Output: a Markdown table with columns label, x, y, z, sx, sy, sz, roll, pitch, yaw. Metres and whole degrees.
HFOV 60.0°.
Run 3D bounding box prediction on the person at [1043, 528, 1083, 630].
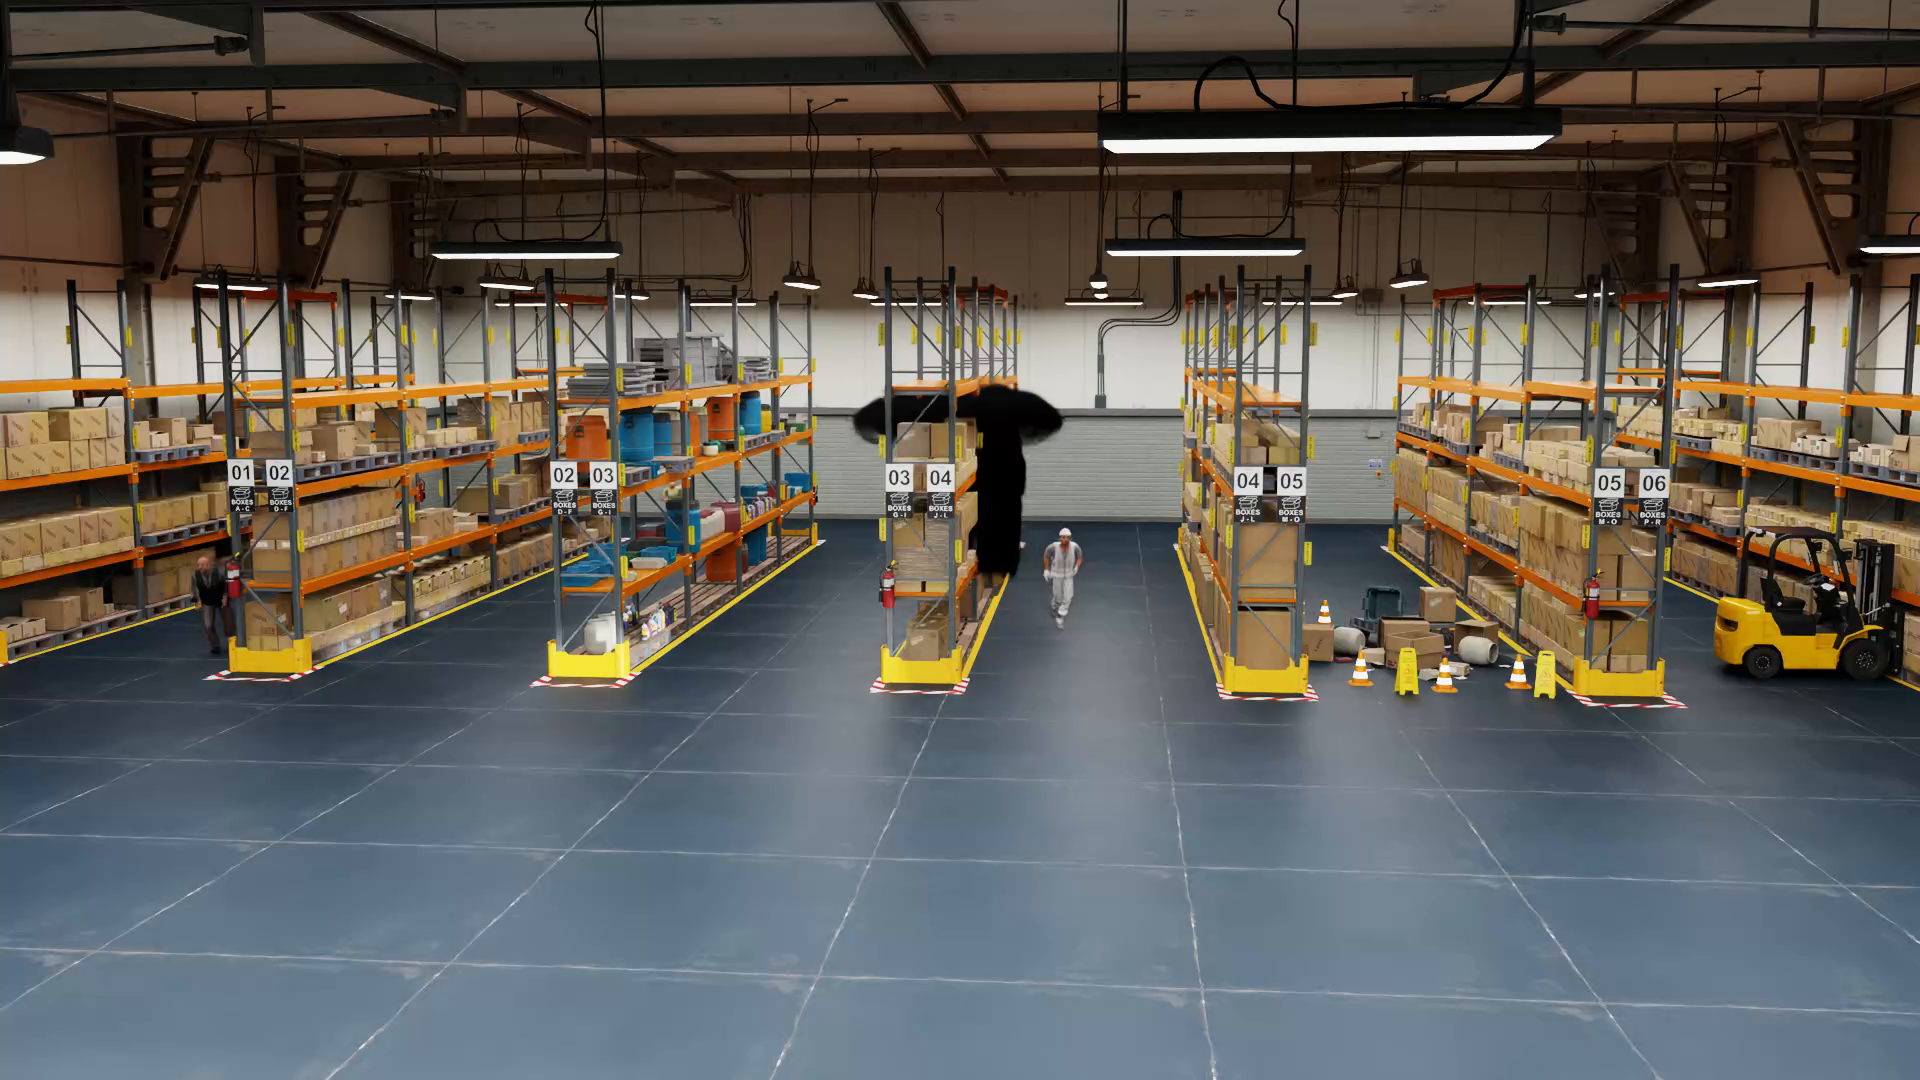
| label | x | y | z | sx | sy | sz | roll | pitch | yaw |
| --- | --- | --- | --- | --- | --- | --- | --- | --- | --- |
| person | 1.715 | 0.630 | 27.786 | 0.640 | 1.713 | 0.758 | -2 | 7 | -15 |

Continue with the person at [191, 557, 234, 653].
| label | x | y | z | sx | sy | sz | roll | pitch | yaw |
| --- | --- | --- | --- | --- | --- | --- | --- | --- | --- |
| person | -11.872 | 1.008 | 26.525 | 0.698 | 1.582 | 0.838 | -3 | 7 | -21 |

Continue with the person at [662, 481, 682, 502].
| label | x | y | z | sx | sy | sz | roll | pitch | yaw |
| --- | --- | --- | --- | --- | --- | --- | --- | --- | --- |
| person | -7.128 | -0.811 | 41.506 | 0.591 | 1.568 | 0.820 | -1 | 7 | -6 |
